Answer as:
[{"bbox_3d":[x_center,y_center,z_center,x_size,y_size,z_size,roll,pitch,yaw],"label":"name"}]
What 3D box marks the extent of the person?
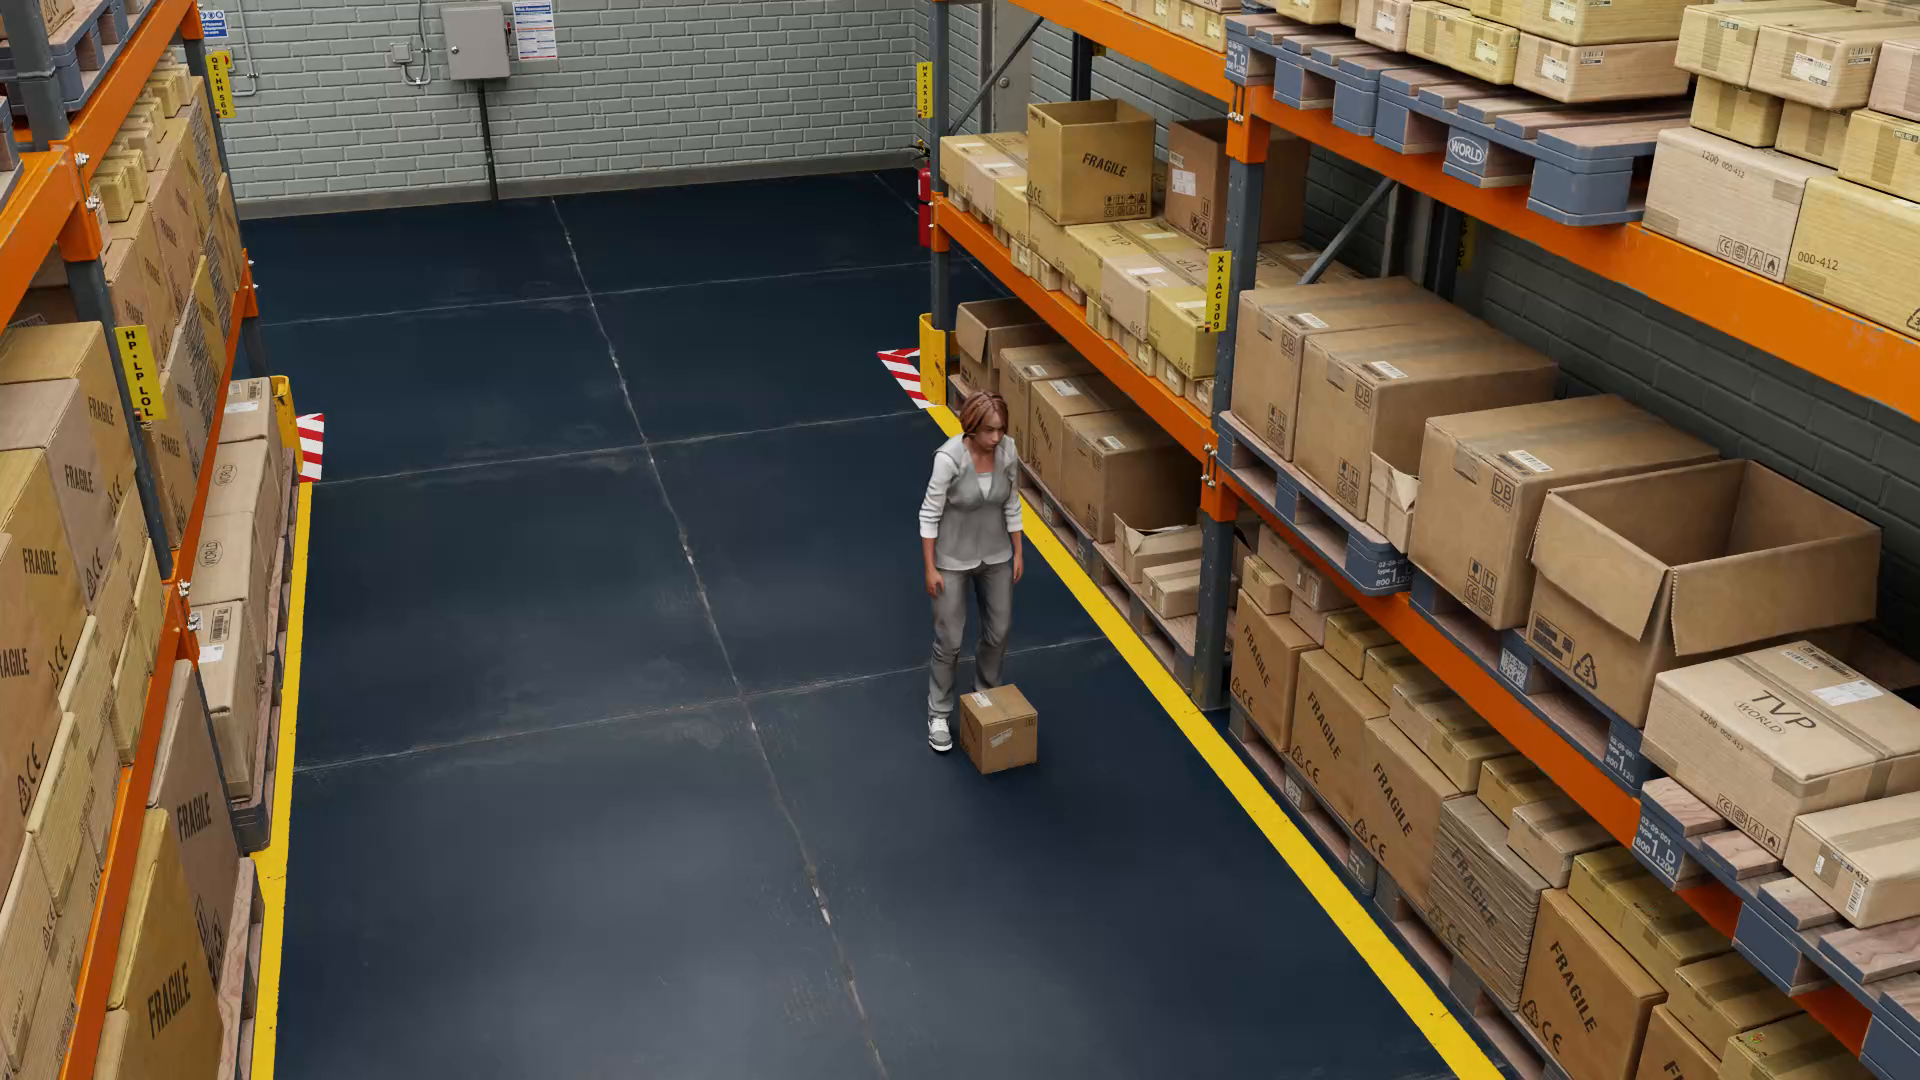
[{"bbox_3d":[0.055,0.104,6.925,0.469,1.589,0.350,-11,29,-21],"label":"person"}]
